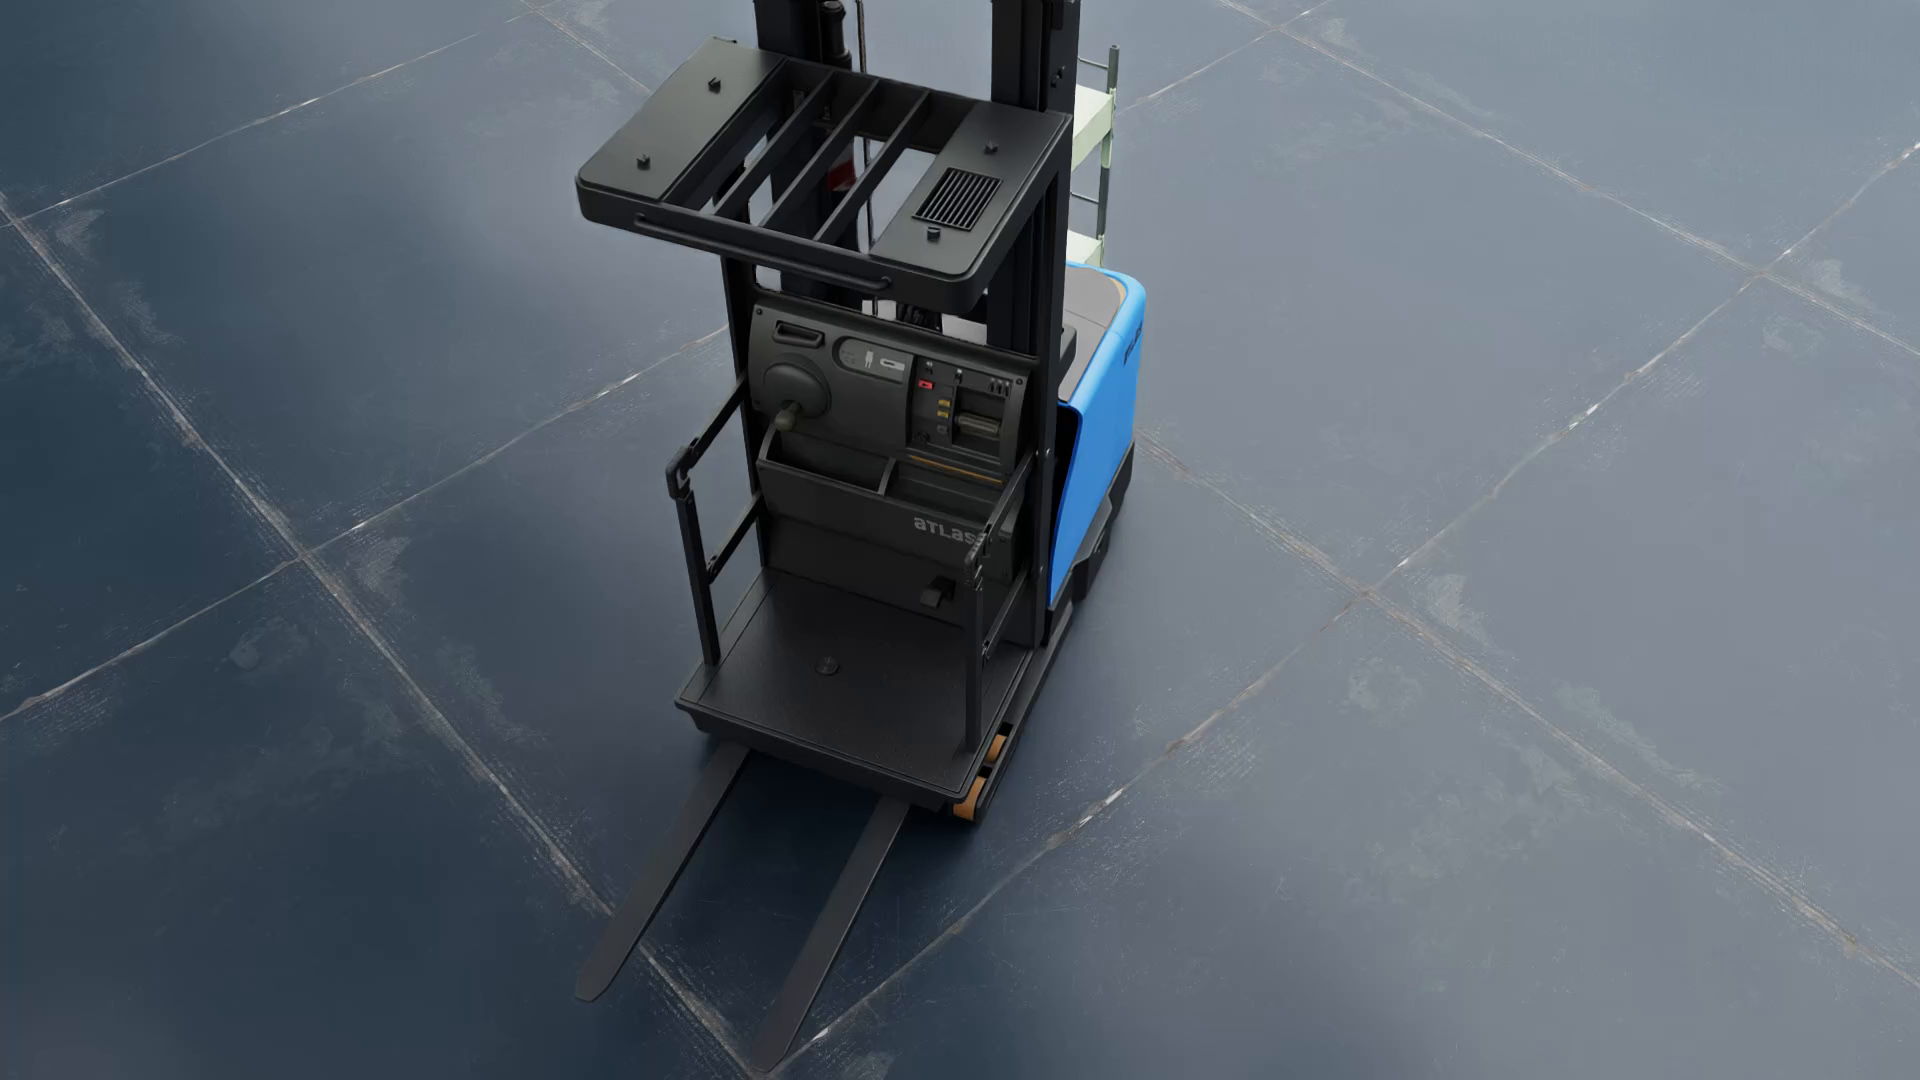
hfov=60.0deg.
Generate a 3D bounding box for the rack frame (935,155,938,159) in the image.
[{"bbox_3d":[0.082,-1.015,6.666,0.400,1.500,0.023,23,51,20],"label":"rack frame"}]

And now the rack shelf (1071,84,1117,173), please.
[{"bbox_3d":[0.264,-1.514,6.595,0.431,0.370,0.720,23,51,20],"label":"rack shelf"}]

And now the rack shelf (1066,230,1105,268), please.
[{"bbox_3d":[0.264,-1.028,7.121,0.431,0.370,0.720,23,51,20],"label":"rack shelf"}]

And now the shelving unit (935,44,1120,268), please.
[{"bbox_3d":[0.264,-1.249,6.882,0.431,1.500,0.755,23,51,20],"label":"shelving unit"}]

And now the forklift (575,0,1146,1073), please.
[{"bbox_3d":[-0.315,-0.370,5.097,1.130,2.935,3.031,17,49,15],"label":"forklift"}]

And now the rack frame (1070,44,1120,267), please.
[{"bbox_3d":[0.445,-1.483,7.097,0.400,1.500,0.023,23,51,20],"label":"rack frame"}]
